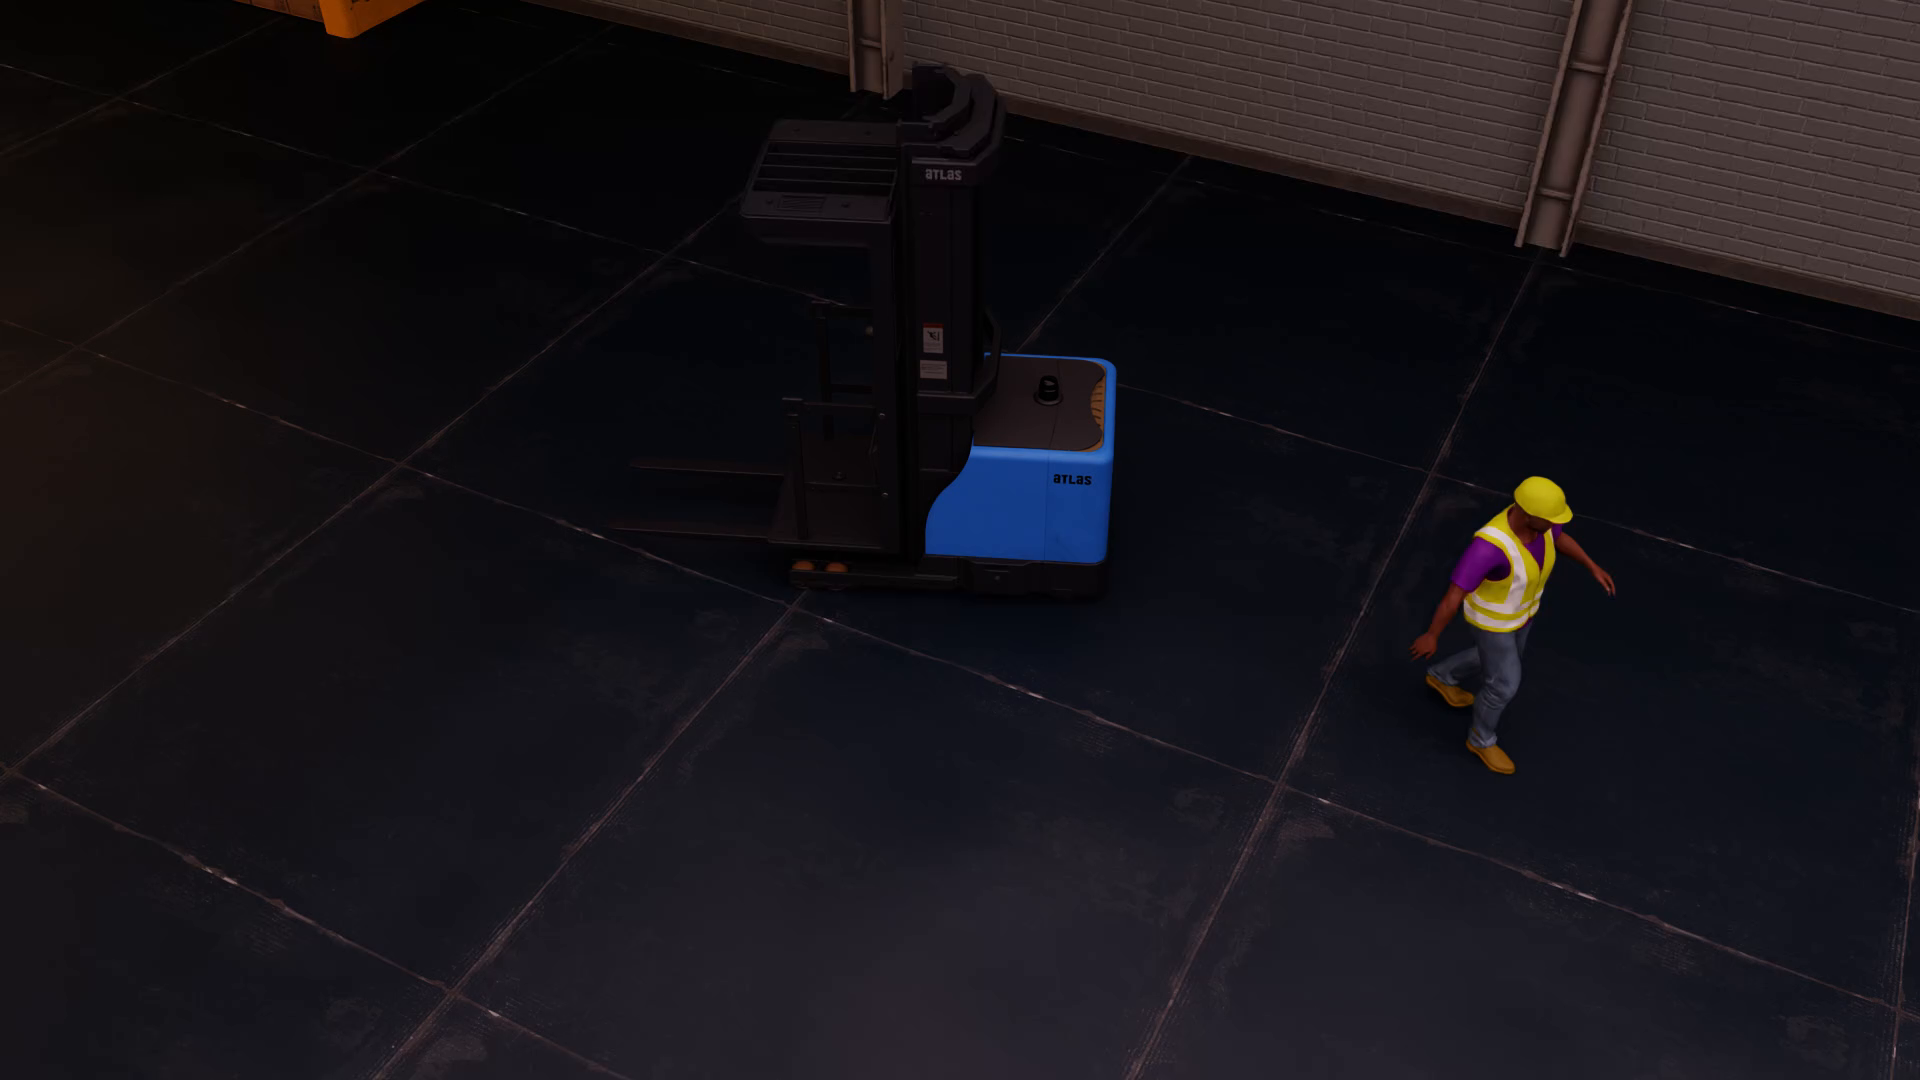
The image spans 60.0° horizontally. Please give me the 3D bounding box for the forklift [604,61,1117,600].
[{"bbox_3d":[-0.606,-1.157,9.360,3.031,2.935,1.130,3,40,4],"label":"forklift"}]

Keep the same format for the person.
[{"bbox_3d":[2.766,0.382,8.456,0.731,1.743,0.968,32,49,32],"label":"person"}]
